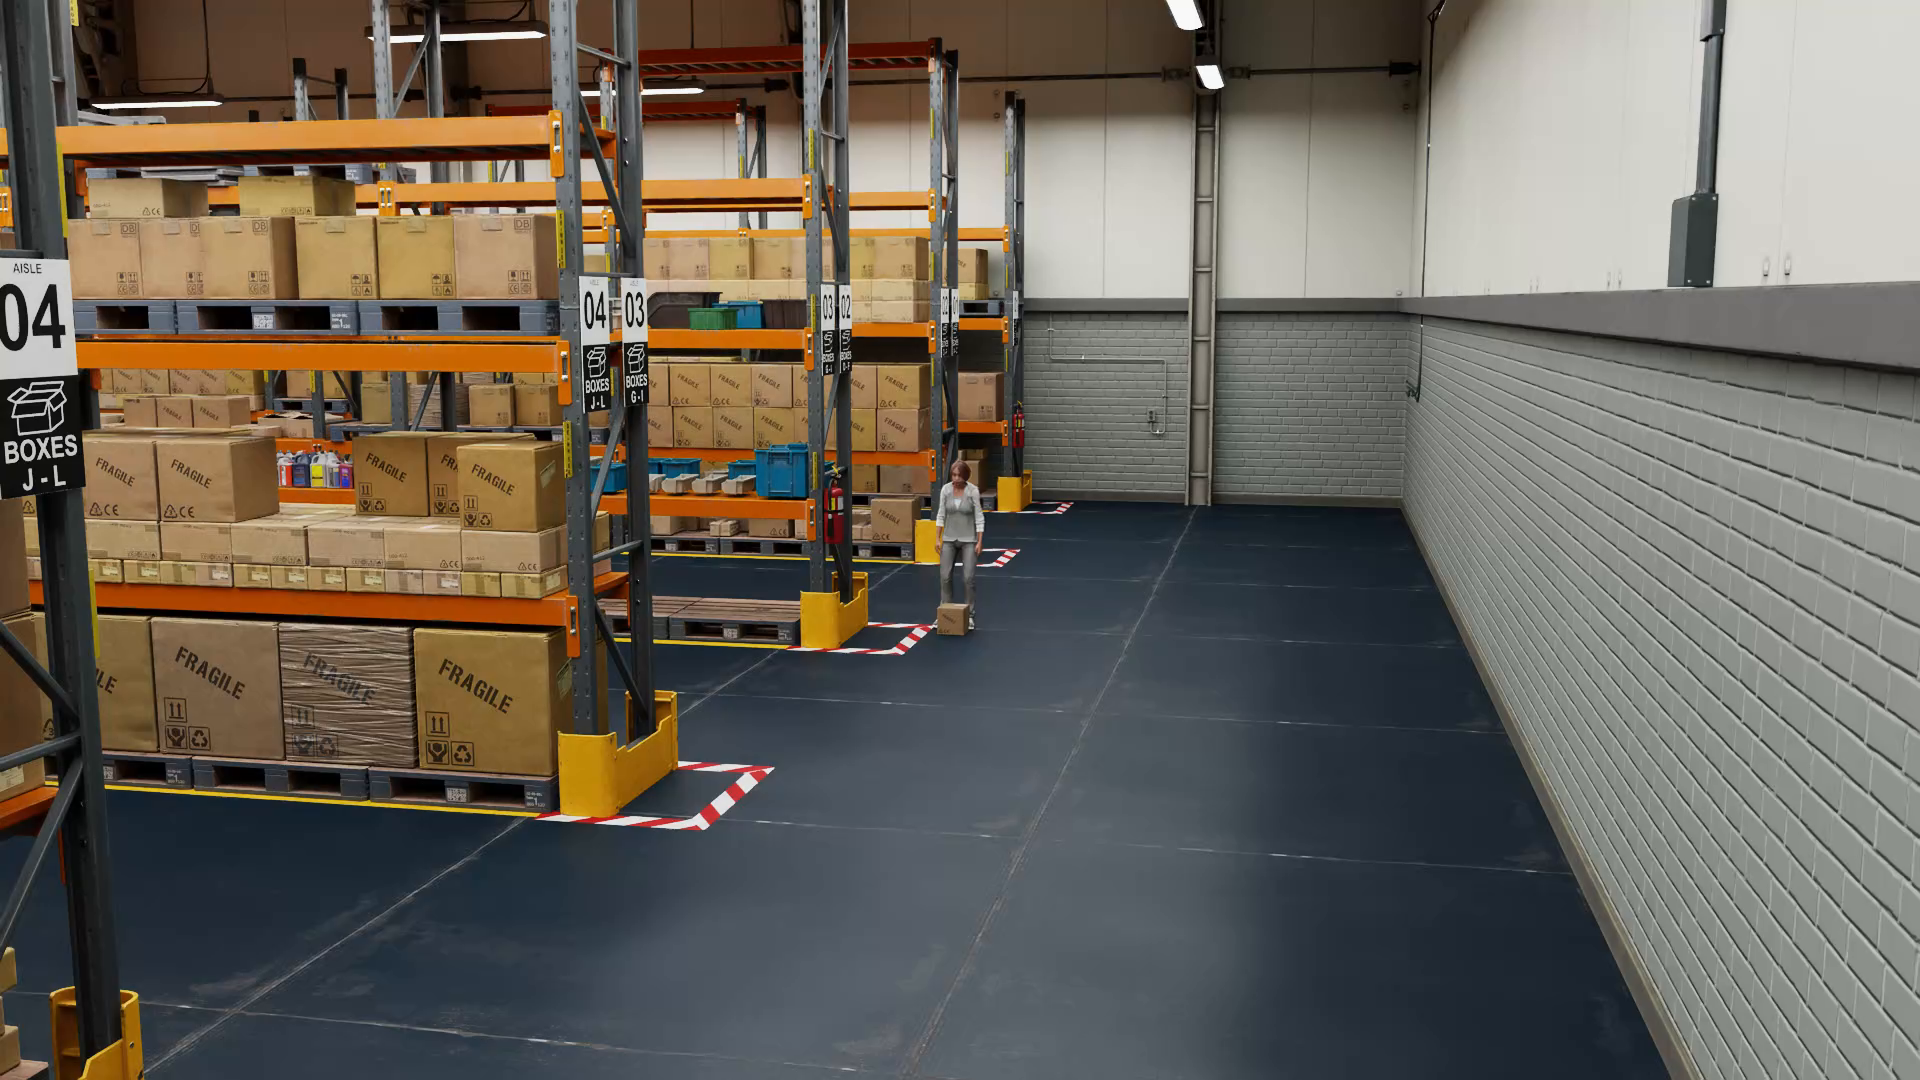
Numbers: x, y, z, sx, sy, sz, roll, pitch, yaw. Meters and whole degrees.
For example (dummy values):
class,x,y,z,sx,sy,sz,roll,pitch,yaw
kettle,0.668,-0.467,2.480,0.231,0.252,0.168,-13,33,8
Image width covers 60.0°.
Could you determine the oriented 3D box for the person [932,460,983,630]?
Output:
class,x,y,z,sx,sy,sz,roll,pitch,yaw
person,-0.013,0.041,15.583,0.462,1.591,0.322,2,8,14
